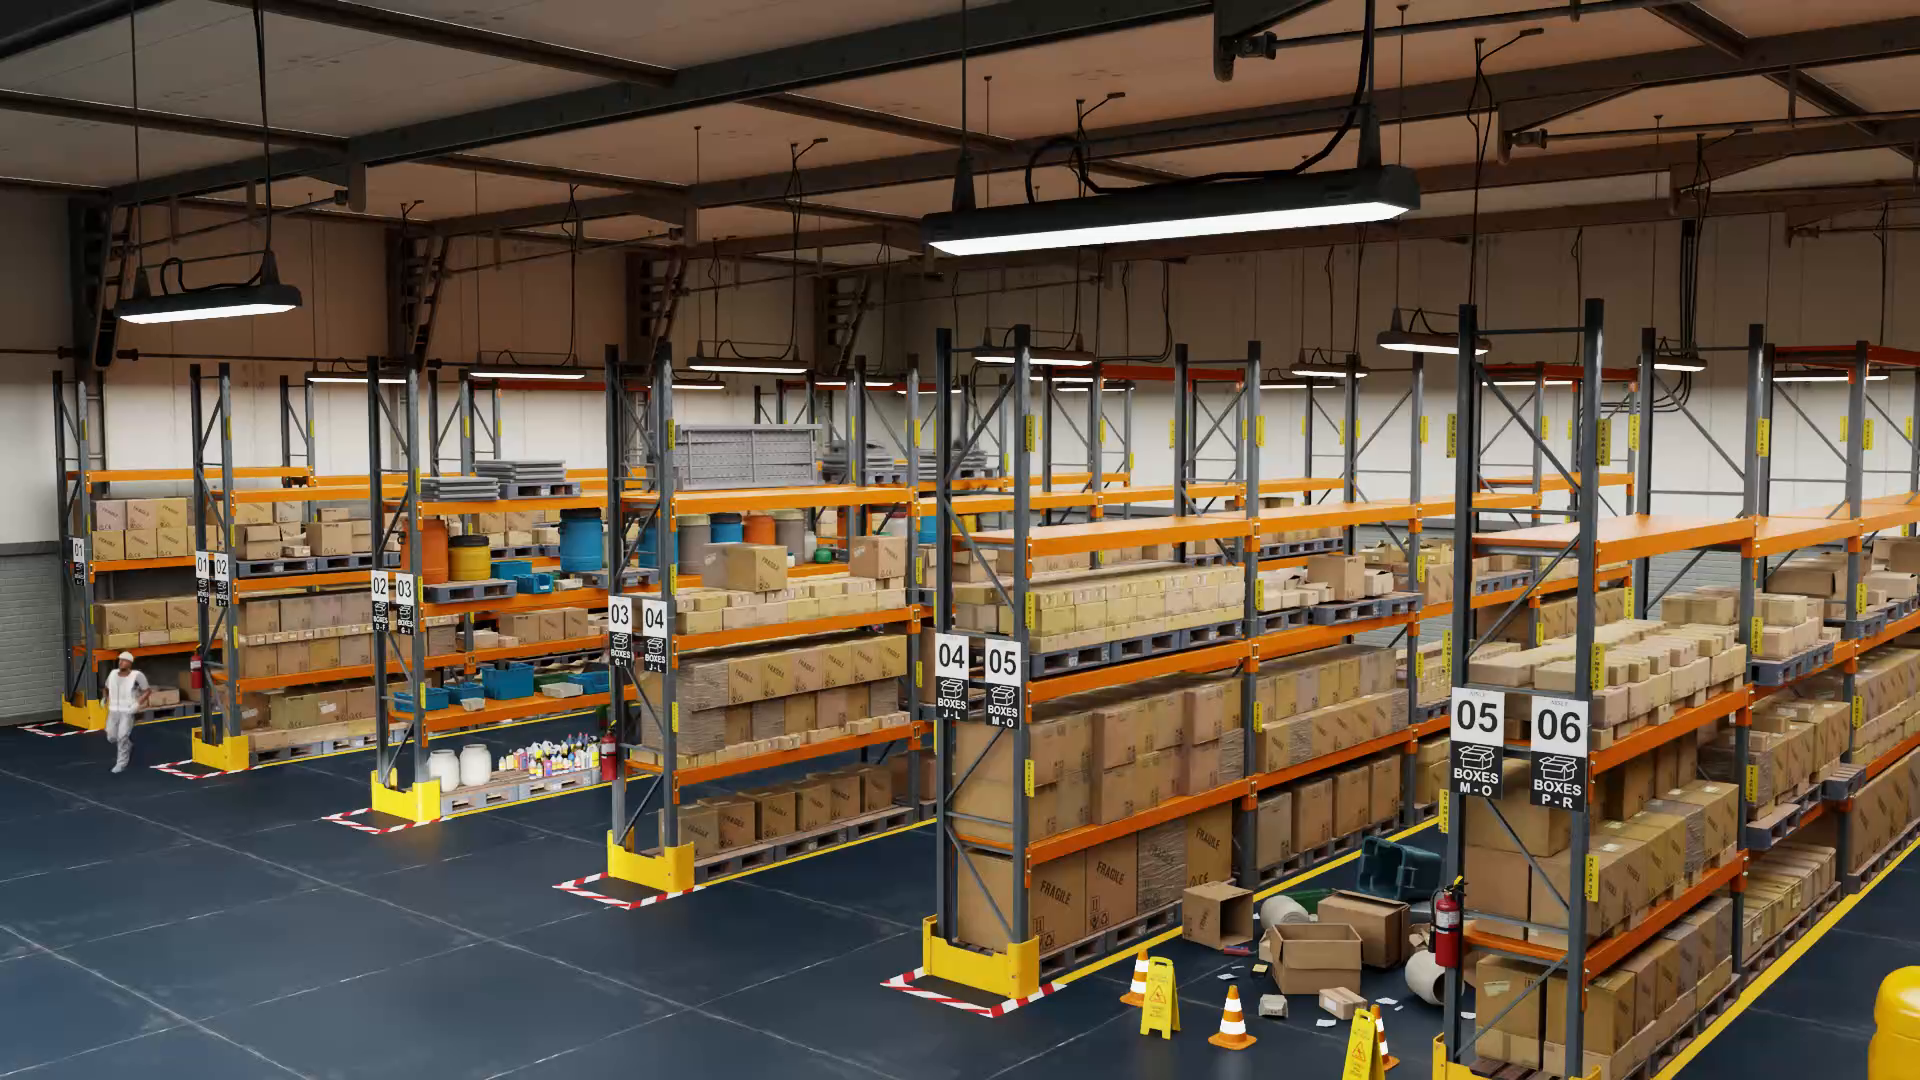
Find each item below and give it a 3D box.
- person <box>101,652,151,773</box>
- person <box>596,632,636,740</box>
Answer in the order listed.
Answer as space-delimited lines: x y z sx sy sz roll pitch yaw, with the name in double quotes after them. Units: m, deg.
-12.351 2.532 24.642 0.693 1.767 0.665 0 4 3 "person"
-5.481 2.375 26.424 0.607 1.851 0.798 4 6 43 "person"
